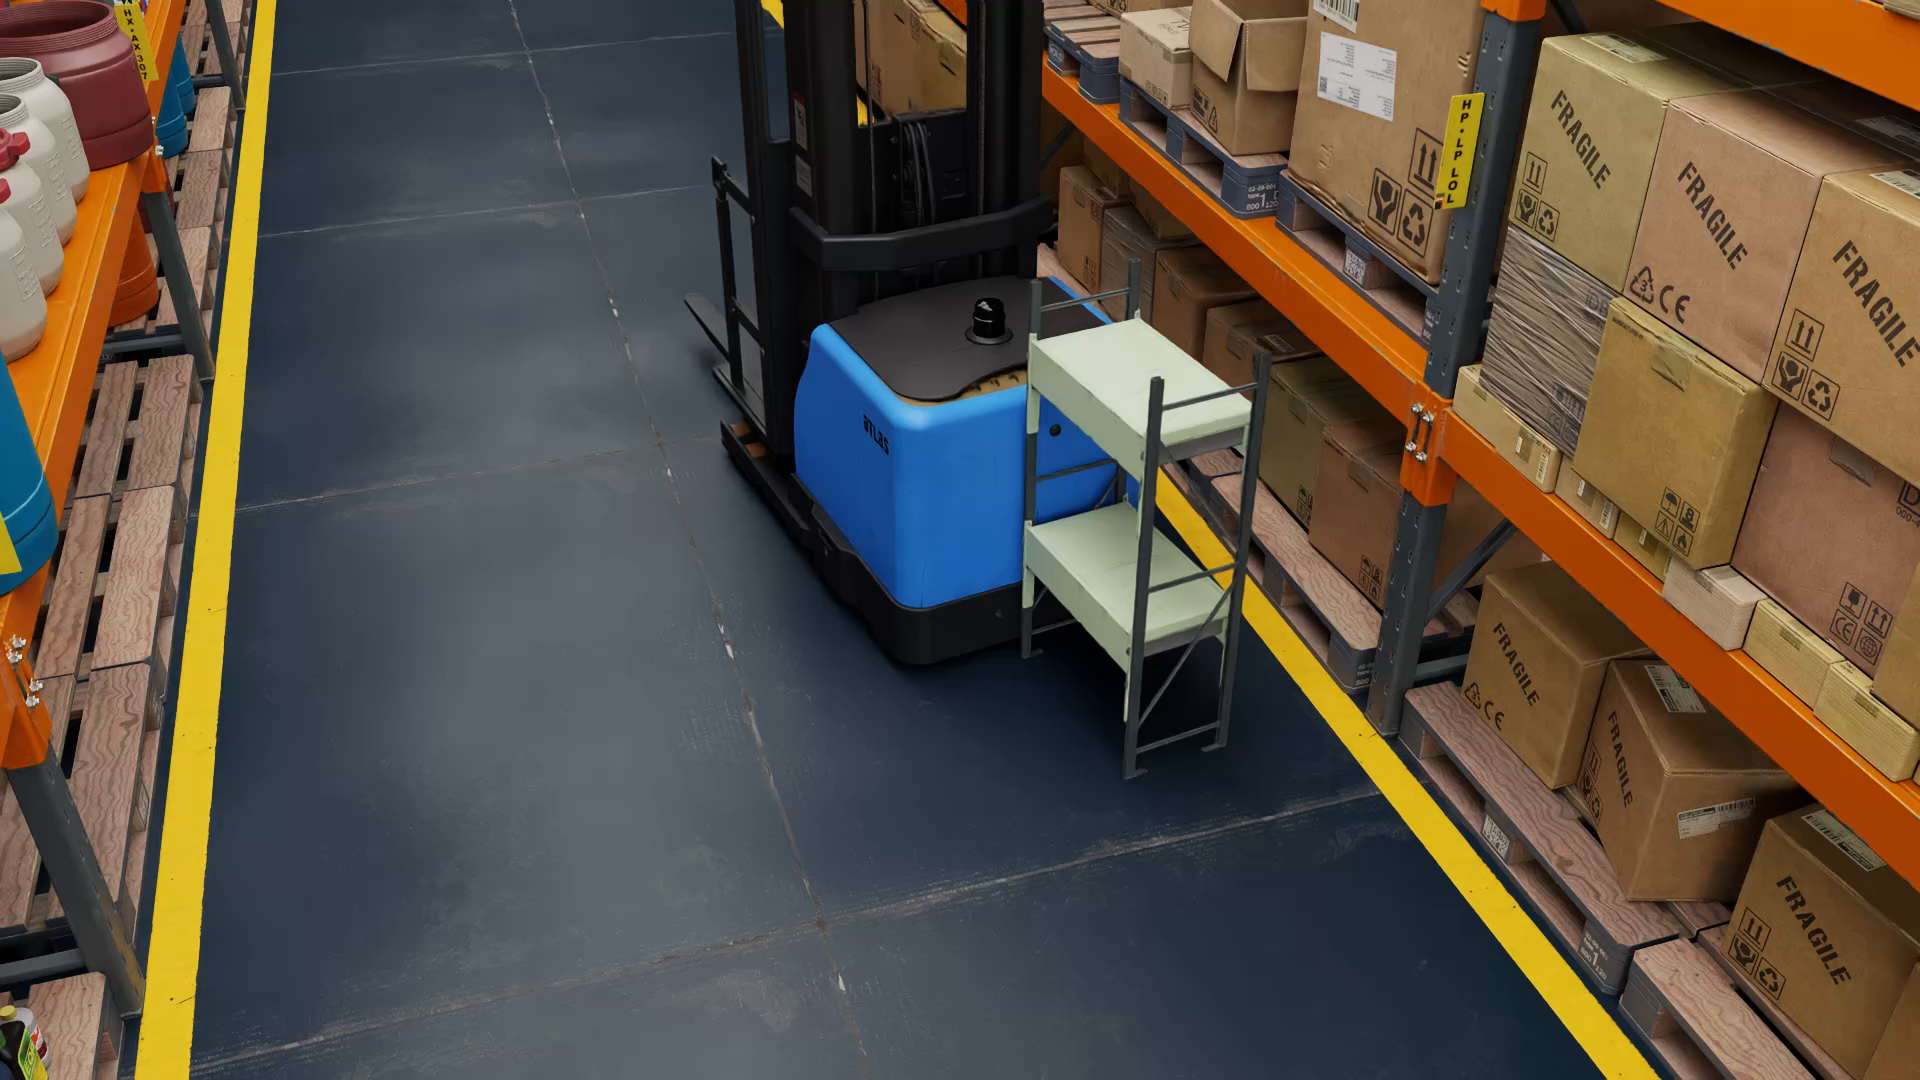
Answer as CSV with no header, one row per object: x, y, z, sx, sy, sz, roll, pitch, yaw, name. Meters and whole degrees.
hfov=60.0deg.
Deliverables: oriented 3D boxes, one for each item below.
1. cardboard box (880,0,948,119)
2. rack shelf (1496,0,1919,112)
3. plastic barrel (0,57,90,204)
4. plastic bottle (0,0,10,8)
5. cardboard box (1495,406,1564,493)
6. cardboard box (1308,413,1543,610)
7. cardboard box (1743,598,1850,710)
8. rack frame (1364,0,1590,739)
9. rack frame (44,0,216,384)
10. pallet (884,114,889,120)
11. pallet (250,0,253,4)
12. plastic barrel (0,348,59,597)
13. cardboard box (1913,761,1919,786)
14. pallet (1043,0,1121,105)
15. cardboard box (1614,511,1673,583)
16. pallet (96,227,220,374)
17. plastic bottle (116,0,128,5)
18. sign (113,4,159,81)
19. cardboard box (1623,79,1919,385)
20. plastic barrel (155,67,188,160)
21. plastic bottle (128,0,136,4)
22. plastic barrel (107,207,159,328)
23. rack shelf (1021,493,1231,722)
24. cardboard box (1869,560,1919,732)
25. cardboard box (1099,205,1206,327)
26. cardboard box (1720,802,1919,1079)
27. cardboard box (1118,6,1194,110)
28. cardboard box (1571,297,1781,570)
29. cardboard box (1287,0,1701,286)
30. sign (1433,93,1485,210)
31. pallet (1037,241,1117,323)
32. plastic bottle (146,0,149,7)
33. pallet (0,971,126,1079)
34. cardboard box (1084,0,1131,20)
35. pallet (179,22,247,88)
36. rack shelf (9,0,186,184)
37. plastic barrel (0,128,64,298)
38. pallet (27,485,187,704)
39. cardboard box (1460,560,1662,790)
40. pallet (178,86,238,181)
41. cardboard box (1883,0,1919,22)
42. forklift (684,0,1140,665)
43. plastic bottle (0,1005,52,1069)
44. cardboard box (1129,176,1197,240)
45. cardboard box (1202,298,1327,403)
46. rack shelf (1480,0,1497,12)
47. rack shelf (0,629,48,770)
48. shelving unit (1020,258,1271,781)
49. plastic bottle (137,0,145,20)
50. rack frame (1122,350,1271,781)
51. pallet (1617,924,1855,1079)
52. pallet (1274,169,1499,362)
0.232,-2.909,9.977,1.225,0.875,0.875,-10,35,-15,cardboard box
2.517,-0.586,2.848,1.077,0.370,4.000,-10,35,-15,rack shelf
-3.512,-1.494,6.189,0.421,0.512,0.421,0,33,0,plastic barrel
-4.827,-2.765,8.320,0.061,0.283,0.133,-10,35,-15,plastic bottle
1.750,-0.283,4.685,0.380,0.149,0.250,-10,35,-15,cardboard box
1.741,-0.151,6.127,0.700,0.500,0.500,-13,36,-18,cardboard box
2.091,0.236,3.900,0.380,0.149,0.250,-10,35,-15,cardboard box
1.907,-0.685,5.065,1.000,3.000,0.127,-10,35,-15,rack frame
-4.030,-1.952,6.983,1.000,3.000,0.127,-10,35,-15,rack frame
0.150,-2.687,10.626,1.003,0.211,1.213,-10,35,-15,pallet
-6.255,-4.549,13.443,1.003,0.211,1.213,-10,35,-15,pallet
-2.639,-0.315,4.051,0.600,0.901,0.708,-10,35,-15,plastic barrel
2.276,0.492,3.512,0.380,0.149,0.250,-10,35,-15,cardboard box
1.006,-2.349,7.757,1.213,0.211,1.003,-10,35,-15,pallet
1.938,-0.027,4.298,0.380,0.149,0.250,-10,35,-15,cardboard box
-4.310,-1.195,8.368,1.003,0.211,1.213,-10,35,-15,pallet
-3.992,-2.506,7.927,0.061,0.283,0.133,-10,35,-15,plastic bottle
-3.508,-2.116,7.084,0.100,0.325,0.005,-10,35,-15,sign
1.956,-0.726,3.861,0.500,0.500,0.500,-10,35,-15,cardboard box
-4.884,-2.692,9.625,0.600,0.901,0.708,-10,35,-15,plastic barrel
-4.063,-2.627,8.110,0.061,0.283,0.133,-10,35,-15,plastic bottle
-4.195,-1.476,7.850,0.600,0.830,0.708,-10,35,-15,plastic barrel
0.565,0.213,5.659,0.431,0.370,0.720,-15,36,-22,rack shelf
2.466,0.180,3.397,0.875,0.500,0.500,-10,35,-15,cardboard box
1.092,-1.288,7.847,0.700,0.500,0.500,-13,36,-19,cardboard box
2.437,1.012,4.384,0.500,0.500,0.500,-13,36,-19,cardboard box
0.979,-1.979,6.779,0.500,0.250,0.500,-11,35,-16,cardboard box
2.105,-0.335,4.176,0.875,0.500,0.500,-10,35,-15,cardboard box
1.798,-1.551,5.451,1.000,1.000,1.000,-10,35,-14,cardboard box
1.380,-1.073,4.602,0.100,0.325,0.005,-10,35,-15,sign
0.924,-1.211,8.391,1.003,0.211,1.213,-10,35,-15,pallet
-4.215,-2.852,8.461,0.097,0.271,0.097,0,33,0,plastic bottle
-2.644,1.671,4.029,1.003,0.211,1.213,-10,35,-15,pallet
0.890,-2.725,7.681,0.500,0.500,0.500,-14,36,-21,cardboard box
-5.511,-3.268,11.504,1.003,0.211,1.213,-10,35,-15,pallet
-4.640,-2.702,8.771,1.077,0.370,4.000,-10,35,-15,rack shelf
-3.248,-1.060,5.510,0.433,0.535,0.433,0,33,0,plastic barrel
-3.462,0.264,6.159,1.003,0.211,1.213,-10,35,-15,pallet
1.991,0.400,5.311,0.500,0.500,0.500,-11,35,-16,cardboard box
-5.054,-2.477,10.306,1.003,0.211,1.213,-10,35,-15,pallet
2.108,-1.055,3.041,0.500,0.250,0.500,-11,35,-17,cardboard box
-0.388,-1.573,6.471,1.130,2.935,3.031,-15,36,-22,forklift
-2.402,1.270,4.246,0.097,0.201,0.097,0,33,0,plastic bottle
1.092,-1.615,7.661,0.500,0.250,0.500,-6,34,-9,cardboard box
1.442,-0.699,6.955,0.700,0.500,0.500,-13,36,-19,cardboard box
1.297,-2.686,6.026,1.077,0.370,4.000,-10,35,-15,rack shelf
-2.199,1.498,2.414,1.077,0.370,4.000,-10,35,-15,rack shelf
0.565,-0.059,5.479,0.431,1.500,0.755,-15,36,-22,shelving unit
-4.145,-2.731,8.278,0.097,0.271,0.097,0,33,0,plastic bottle
0.726,0.122,5.205,0.400,1.500,0.023,-15,36,-22,rack frame
2.522,1.467,4.338,1.003,0.211,1.213,-10,35,-15,pallet
1.813,-1.030,5.763,1.003,0.211,1.213,-10,35,-15,pallet
